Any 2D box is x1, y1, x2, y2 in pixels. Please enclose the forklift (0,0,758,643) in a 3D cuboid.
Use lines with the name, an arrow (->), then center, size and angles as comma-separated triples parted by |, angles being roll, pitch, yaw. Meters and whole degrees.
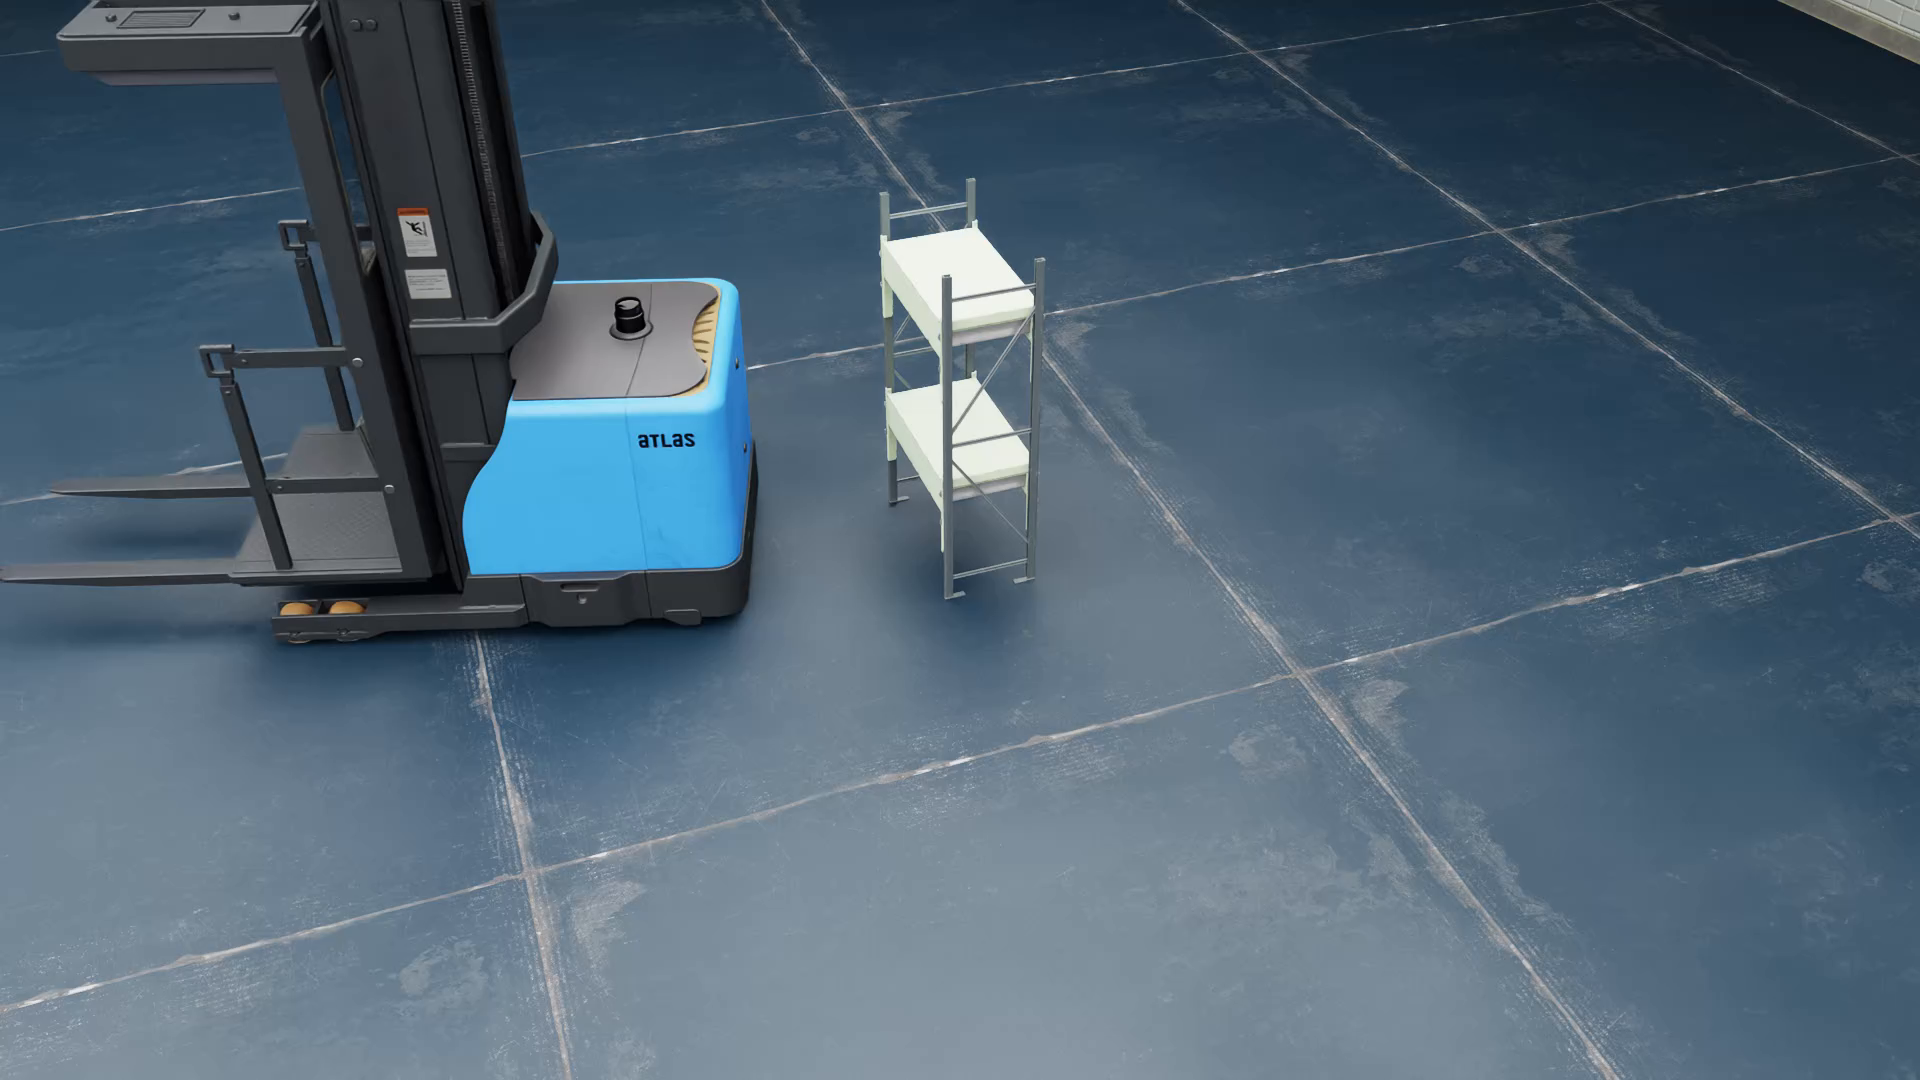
forklift -> -2.401, -1.081, 6.249 | 3.031, 2.935, 1.130 | -2, 37, -2

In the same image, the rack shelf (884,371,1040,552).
rack shelf -> -0.002, -0.342, 7.000 | 0.431, 0.370, 0.720 | -12, 39, -16

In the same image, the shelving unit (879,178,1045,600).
shelving unit -> -0.002, -0.603, 6.804 | 0.431, 1.500, 0.755 | -12, 39, -16

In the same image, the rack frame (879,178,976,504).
rack frame -> -0.128, -0.810, 7.078 | 0.400, 1.500, 0.023 | -12, 39, -16

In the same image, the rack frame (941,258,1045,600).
rack frame -> 0.124, -0.396, 6.529 | 0.400, 1.500, 0.023 | -12, 39, -16

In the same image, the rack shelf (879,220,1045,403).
rack shelf -> -0.002, -0.915, 6.569 | 0.431, 0.370, 0.720 | -12, 39, -16
